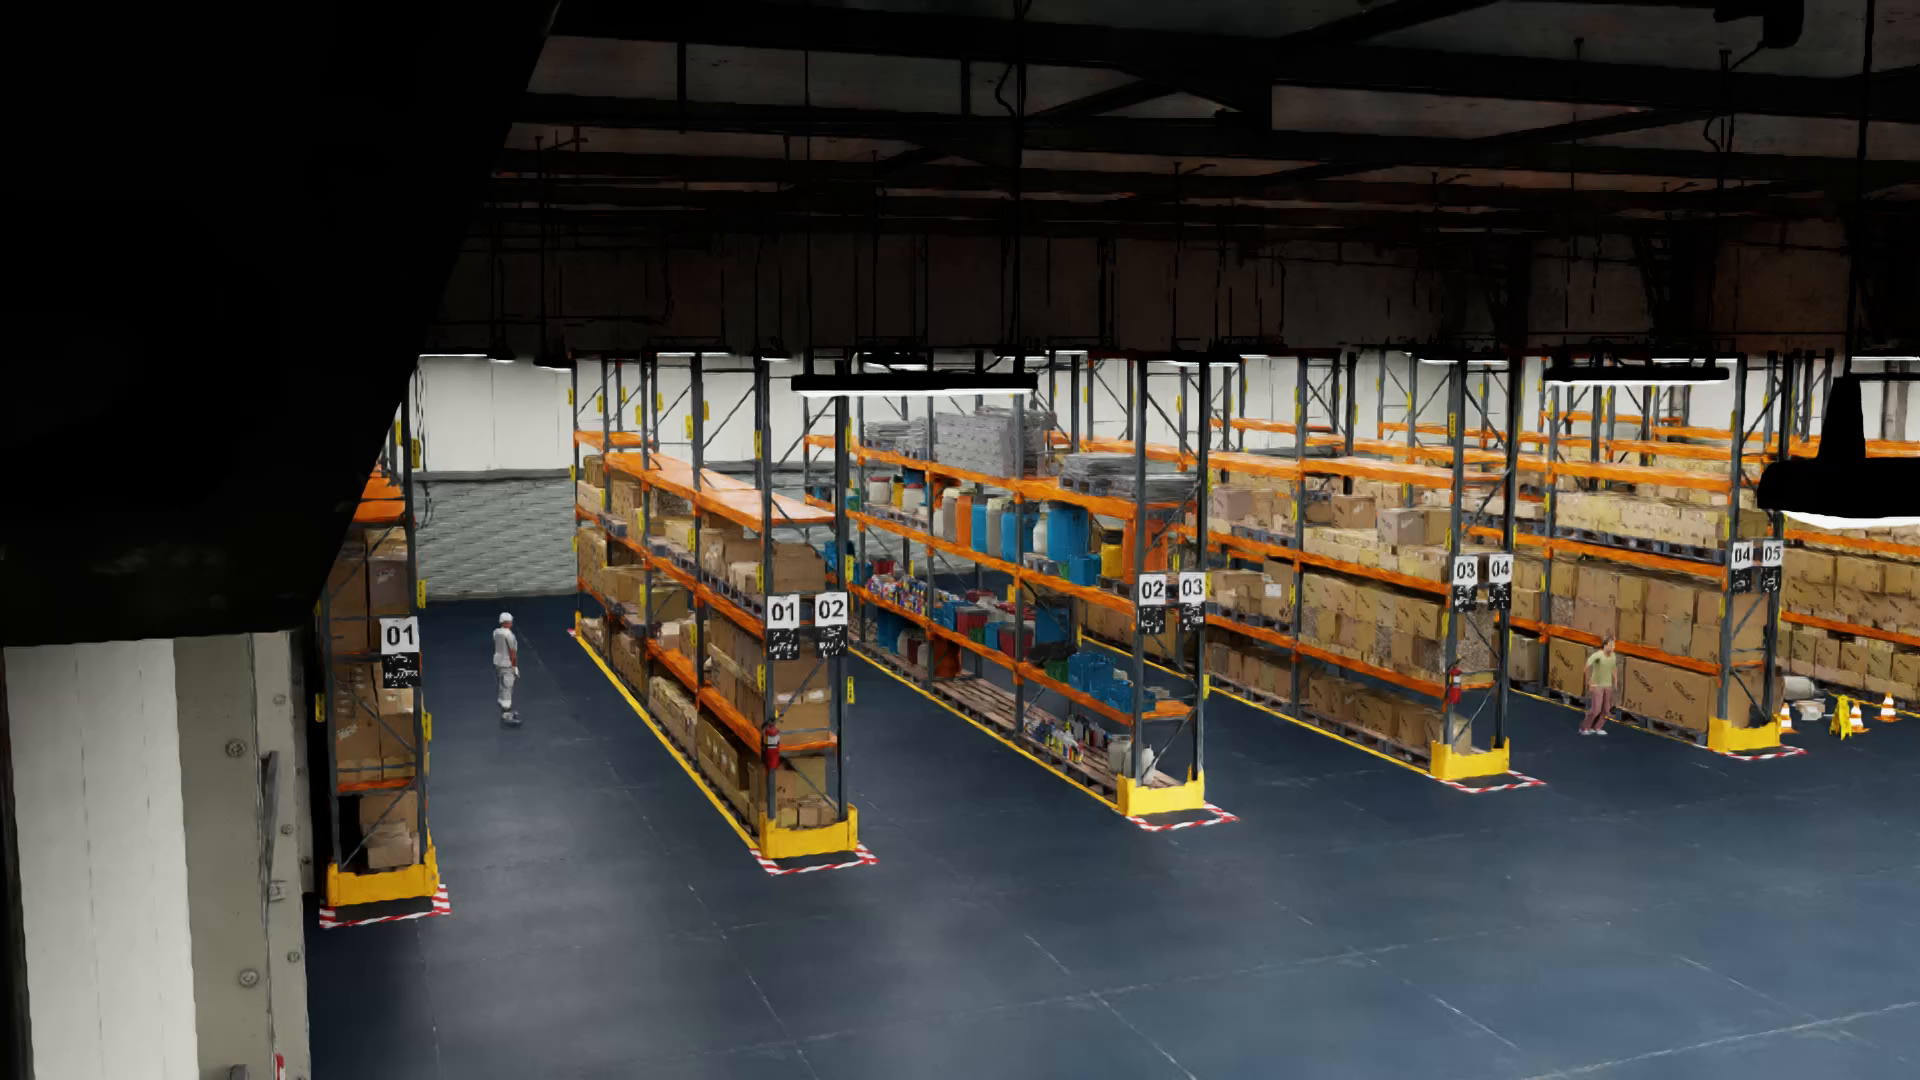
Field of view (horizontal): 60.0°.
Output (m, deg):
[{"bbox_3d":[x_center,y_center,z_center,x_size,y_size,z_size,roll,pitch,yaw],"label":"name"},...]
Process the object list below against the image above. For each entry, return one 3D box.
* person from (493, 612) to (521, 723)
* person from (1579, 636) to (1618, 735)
[{"bbox_3d":[-7.368,2.054,27.145,0.612,1.794,0.468,7,10,44],"label":"person"},{"bbox_3d":[10.074,2.289,26.173,0.598,1.619,0.507,-3,8,-22],"label":"person"}]
